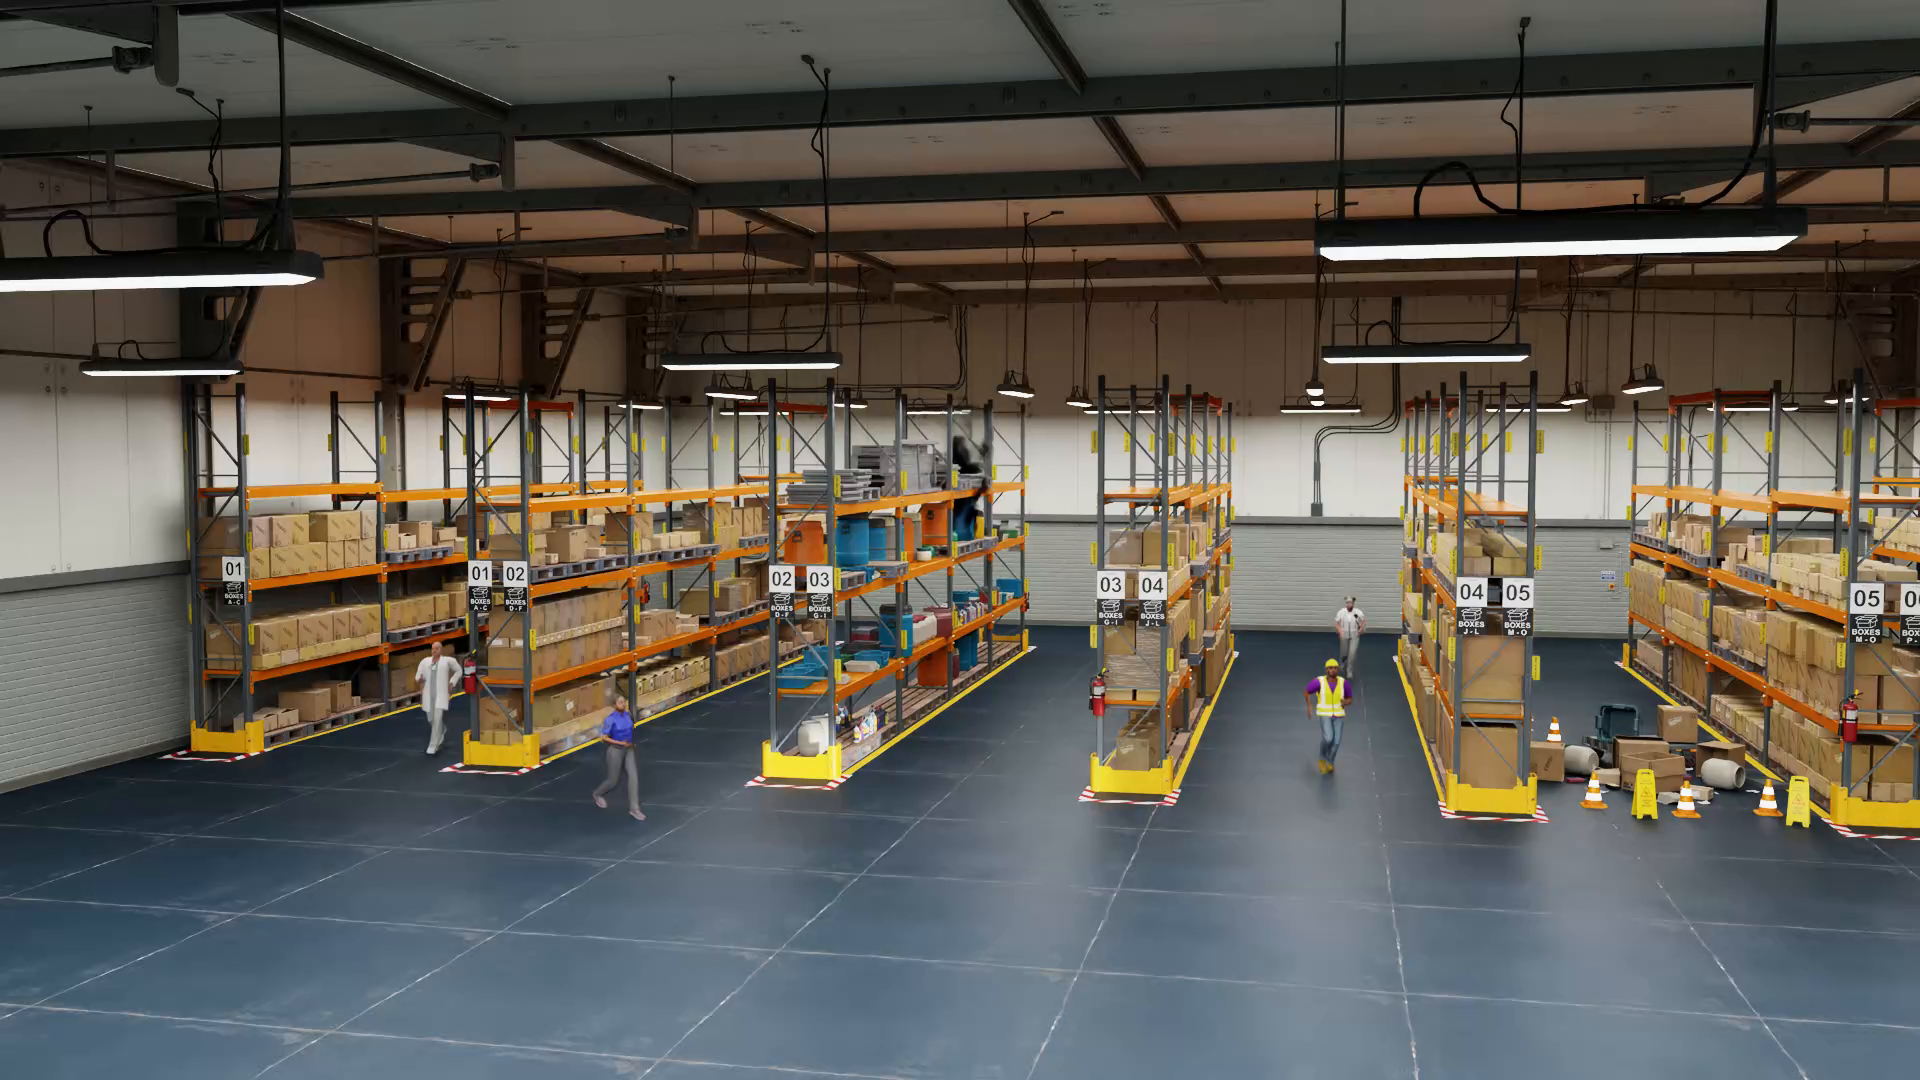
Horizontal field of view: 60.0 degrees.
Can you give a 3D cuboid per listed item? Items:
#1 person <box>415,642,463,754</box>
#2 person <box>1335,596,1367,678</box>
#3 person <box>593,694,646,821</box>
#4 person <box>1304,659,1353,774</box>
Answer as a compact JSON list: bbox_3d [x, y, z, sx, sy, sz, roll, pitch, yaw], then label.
[{"bbox_3d":[-8.523,2.534,27.071,0.708,1.753,1.043,0,3,3],"label":"person"},{"bbox_3d":[8.467,2.080,36.041,0.661,1.763,0.673,1,3,14],"label":"person"},{"bbox_3d":[-4.579,2.901,22.361,0.931,1.666,0.586,3,4,38],"label":"person"},{"bbox_3d":[5.623,2.675,25.213,0.676,1.742,0.673,0,3,-3],"label":"person"}]
